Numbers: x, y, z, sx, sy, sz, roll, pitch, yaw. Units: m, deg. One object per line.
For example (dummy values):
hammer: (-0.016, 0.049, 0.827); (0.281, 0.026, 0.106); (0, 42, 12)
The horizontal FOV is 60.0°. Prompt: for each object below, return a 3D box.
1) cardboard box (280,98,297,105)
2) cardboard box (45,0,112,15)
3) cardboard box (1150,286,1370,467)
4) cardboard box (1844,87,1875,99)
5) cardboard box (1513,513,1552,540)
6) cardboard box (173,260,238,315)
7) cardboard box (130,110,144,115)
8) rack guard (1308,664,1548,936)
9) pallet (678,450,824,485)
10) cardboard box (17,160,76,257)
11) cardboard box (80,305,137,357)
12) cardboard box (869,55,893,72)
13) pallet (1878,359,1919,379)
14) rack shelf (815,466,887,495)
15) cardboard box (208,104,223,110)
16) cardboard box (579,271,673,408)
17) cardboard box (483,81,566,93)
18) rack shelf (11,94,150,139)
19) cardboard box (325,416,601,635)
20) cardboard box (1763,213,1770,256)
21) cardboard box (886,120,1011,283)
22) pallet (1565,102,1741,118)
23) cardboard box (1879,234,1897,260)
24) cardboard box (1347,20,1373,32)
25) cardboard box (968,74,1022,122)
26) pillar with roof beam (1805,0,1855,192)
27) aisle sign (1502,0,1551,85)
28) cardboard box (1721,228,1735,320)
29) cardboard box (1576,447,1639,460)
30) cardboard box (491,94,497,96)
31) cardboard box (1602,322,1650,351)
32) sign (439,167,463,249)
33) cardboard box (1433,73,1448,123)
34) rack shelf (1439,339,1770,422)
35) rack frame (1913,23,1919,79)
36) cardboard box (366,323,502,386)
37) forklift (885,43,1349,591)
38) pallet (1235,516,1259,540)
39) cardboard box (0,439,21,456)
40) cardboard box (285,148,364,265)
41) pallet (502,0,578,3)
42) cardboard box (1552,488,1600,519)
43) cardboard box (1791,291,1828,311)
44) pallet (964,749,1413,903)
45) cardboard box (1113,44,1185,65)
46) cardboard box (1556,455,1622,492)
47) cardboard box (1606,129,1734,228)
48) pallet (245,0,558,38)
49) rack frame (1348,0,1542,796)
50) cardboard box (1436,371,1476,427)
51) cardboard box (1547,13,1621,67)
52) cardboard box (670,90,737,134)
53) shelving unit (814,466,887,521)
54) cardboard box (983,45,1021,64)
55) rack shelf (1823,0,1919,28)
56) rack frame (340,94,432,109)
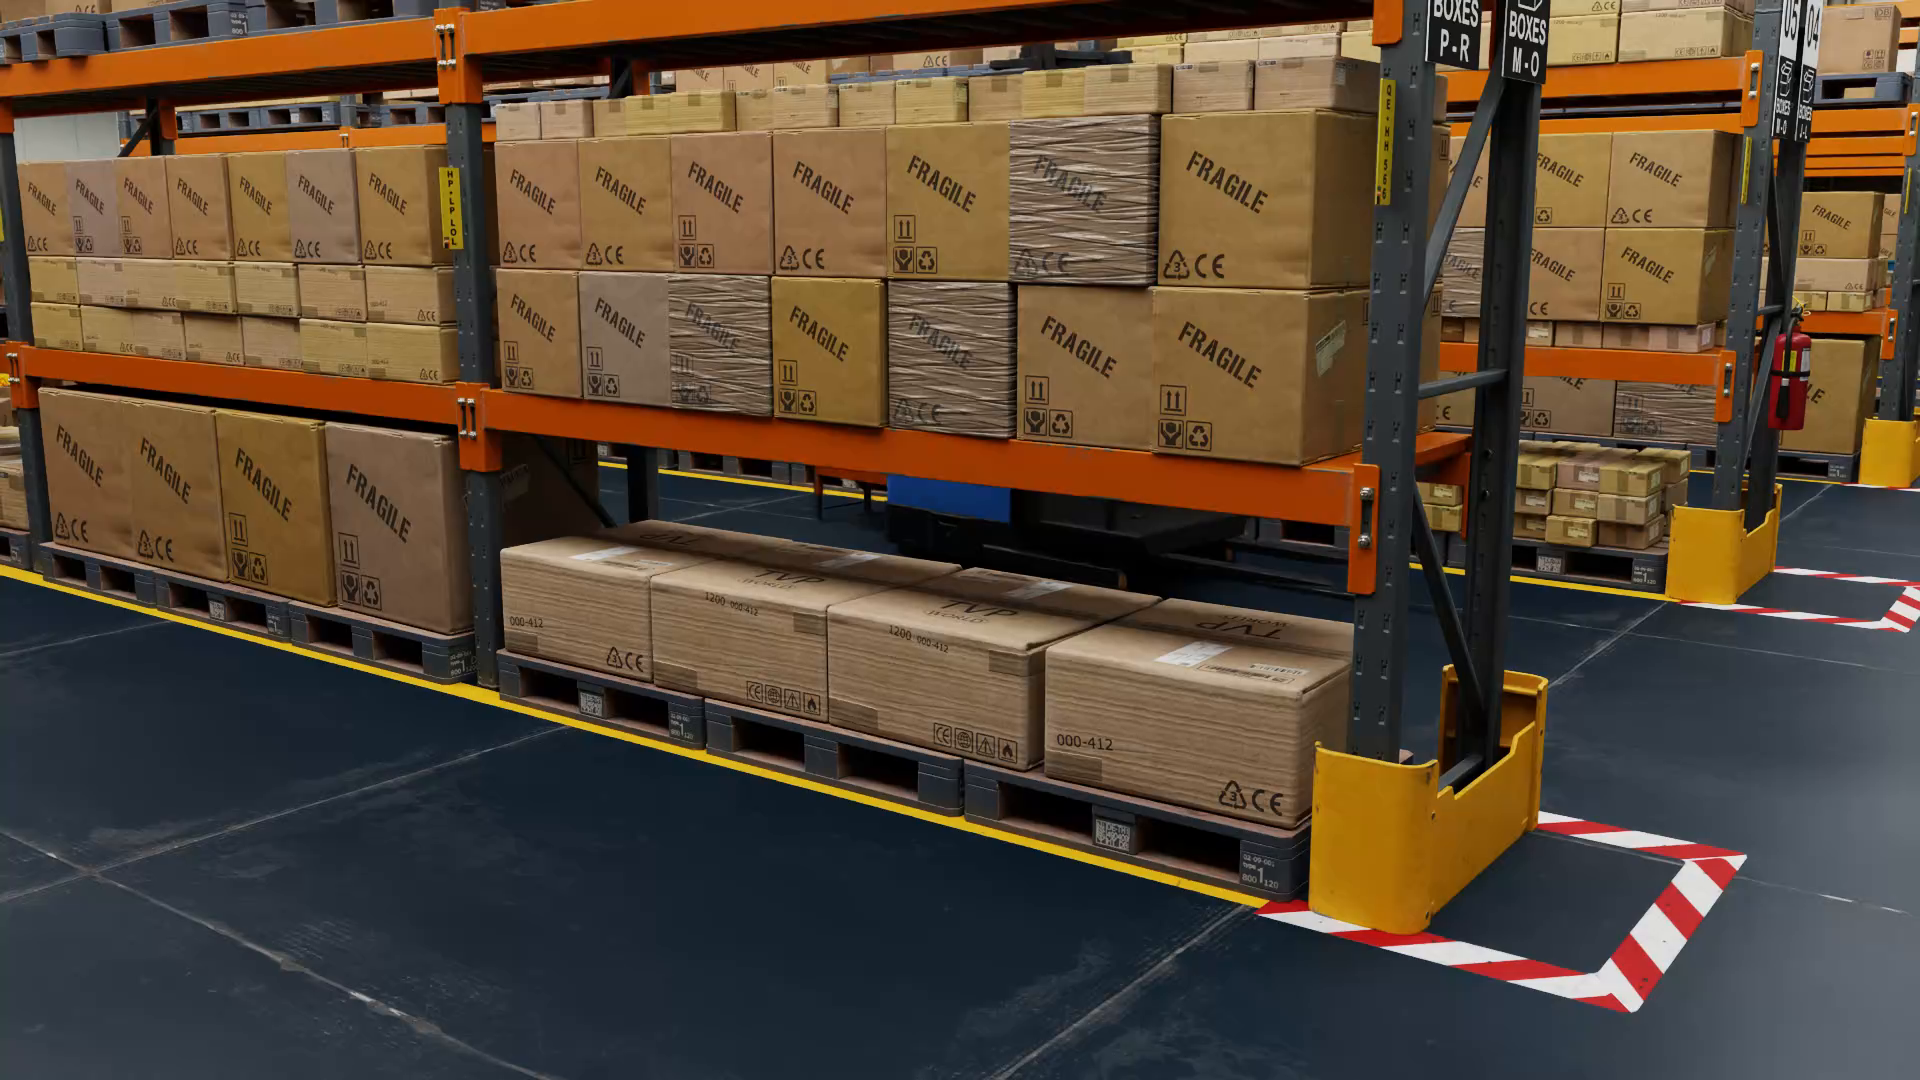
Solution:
cardboard box: (-6.251, -4.228, 15.880); (0.250, 0.149, 0.380); (8, 14, 36)
cardboard box: (-4.587, -3.065, 9.202); (0.637, 0.503, 0.797); (7, 13, 32)
cardboard box: (0.923, -0.518, 5.049); (0.500, 0.500, 0.500); (8, 14, 36)
cardboard box: (11.610, -5.736, 21.491); (0.500, 0.500, 0.700); (8, 13, 36)
cardboard box: (3.340, -0.115, 9.626); (0.250, 0.149, 0.380); (8, 13, 35)
cardboard box: (-3.506, -1.257, 8.208); (0.500, 0.250, 0.500); (8, 14, 37)
cardboard box: (-8.493, -4.541, 17.498); (0.250, 0.149, 0.380); (8, 14, 36)
rack guard: (1.487, 0.774, 5.211); (0.348, 0.500, 1.175); (8, 13, 36)
pallet: (-1.503, -0.667, 13.422); (1.213, 0.211, 1.003); (8, 13, 36)
cardboard box: (-4.727, -1.802, 9.052); (0.500, 0.500, 0.500); (7, 13, 34)
cardboard box: (-4.310, -1.133, 8.883); (0.500, 0.250, 0.500); (7, 13, 34)
cardboard box: (-0.710, -3.510, 12.613); (0.500, 0.500, 0.500); (8, 13, 36)
pallet: (12.496, -2.218, 21.438); (1.213, 0.211, 1.003); (8, 13, 36)
rack shelf: (-0.428, -0.408, 10.963); (1.000, 0.278, 0.538); (10, 15, 43)
cardboard box: (-7.270, -4.370, 16.617); (0.250, 0.149, 0.380); (8, 14, 36)
cardboard box: (-1.130, -0.804, 6.527); (0.500, 0.500, 0.500); (8, 14, 36)
cardboard box: (-3.698, -4.054, 14.057); (0.500, 0.500, 0.500); (8, 13, 36)
rack shelf: (-6.592, -2.699, 10.582); (4.000, 0.370, 1.077); (8, 13, 36)
cardboard box: (-2.303, -0.126, 7.771); (0.875, 0.875, 0.875); (8, 14, 37)
cardboard box: (6.704, -2.565, 13.527); (0.500, 0.500, 0.500); (8, 13, 34)
cardboard box: (0.103, -1.124, 5.545); (0.500, 0.500, 0.500); (8, 13, 35)
pallet: (5.742, -3.621, 13.684); (1.213, 0.211, 1.003); (8, 13, 36)
cardboard box: (11.859, -3.661, 21.295); (0.500, 0.500, 0.500); (8, 14, 36)
cardboard box: (2.571, -3.056, 9.610); (0.500, 0.250, 0.500); (7, 13, 33)
cardboard box: (0.236, -1.440, 5.470); (0.250, 0.149, 0.380); (8, 13, 35)
pillar with roof beam: (11.434, -7.037, 23.214); (0.400, 9.000, 9.100); (8, 13, 36)
aisle sign: (1.698, -1.768, 4.928); (0.004, 0.787, 0.394); (8, 13, 36)
cardboard box: (4.118, -1.513, 9.405); (0.500, 0.500, 0.500); (9, 14, 38)
cardboard box: (3.802, -0.447, 9.776); (0.250, 0.149, 0.380); (8, 14, 37)
cardboard box: (-3.813, -4.095, 14.766); (0.500, 0.311, 0.500); (7, 13, 33)
cardboard box: (3.708, -1.129, 9.127); (0.250, 0.149, 0.380); (8, 13, 35)
sign: (-2.069, -1.351, 6.774); (0.005, 0.325, 0.100); (8, 13, 36)
cardboard box: (1.346, -1.396, 5.247); (0.250, 0.149, 0.380); (8, 14, 37)
rack shelf: (2.704, -1.096, 10.194); (4.000, 0.370, 1.077); (8, 13, 36)
rack frame: (7.334, -4.918, 12.260); (0.127, 3.000, 1.000); (8, 13, 36)
cardboard box: (-2.267, -0.844, 7.387); (0.500, 0.250, 0.500); (8, 13, 34)
forklift: (0.957, -1.242, 9.231); (3.031, 2.935, 1.130); (10, 15, 43)
pallet: (1.655, -0.235, 11.190); (1.213, 0.211, 1.003); (8, 13, 36)
cardboard box: (-6.029, -0.418, 10.605); (0.625, 0.372, 0.950); (8, 13, 34)
cardboard box: (-2.686, -1.514, 7.563); (0.500, 0.500, 0.500); (8, 14, 37)
pallet: (-1.103, -2.241, 6.552); (1.213, 0.211, 1.003); (8, 13, 36)
cardboard box: (3.543, -0.231, 9.441); (0.250, 0.149, 0.380); (8, 13, 34)
cardboard box: (6.641, -1.868, 12.949); (0.250, 0.149, 0.380); (8, 14, 36)
pallet: (0.777, 0.836, 5.655); (1.213, 0.211, 1.003); (8, 13, 36)
cardboard box: (1.309, -2.981, 10.539); (0.500, 0.250, 0.500); (9, 14, 38)
cardboard box: (3.571, -0.381, 9.436); (0.250, 0.149, 0.380); (8, 14, 37)
cardboard box: (3.800, -1.924, 8.900); (0.500, 0.500, 0.500); (8, 13, 34)
pallet: (-2.524, -2.380, 7.539); (1.217, 0.209, 0.805); (7, 13, 33)
rack frame: (1.468, -0.456, 4.987); (0.127, 3.000, 1.000); (8, 13, 36)
cardboard box: (4.594, -1.499, 14.869); (0.875, 0.875, 0.875); (8, 13, 36)
cardboard box: (3.378, -2.691, 9.038); (0.500, 0.250, 0.500); (8, 14, 36)
cardboard box: (-0.847, -1.568, 6.135); (0.250, 0.149, 0.380); (7, 13, 34)
shelving unit: (-0.428, -0.648, 10.917); (1.048, 1.125, 0.538); (10, 15, 43)
cardboard box: (0.507, -3.441, 11.649); (0.500, 0.311, 0.500); (8, 13, 35)
rack shelf: (8.653, -5.352, 17.448); (4.000, 0.370, 1.077); (8, 13, 36)
rack frame: (-5.356, -5.519, 15.367); (0.127, 3.000, 1.000); (8, 13, 36)
